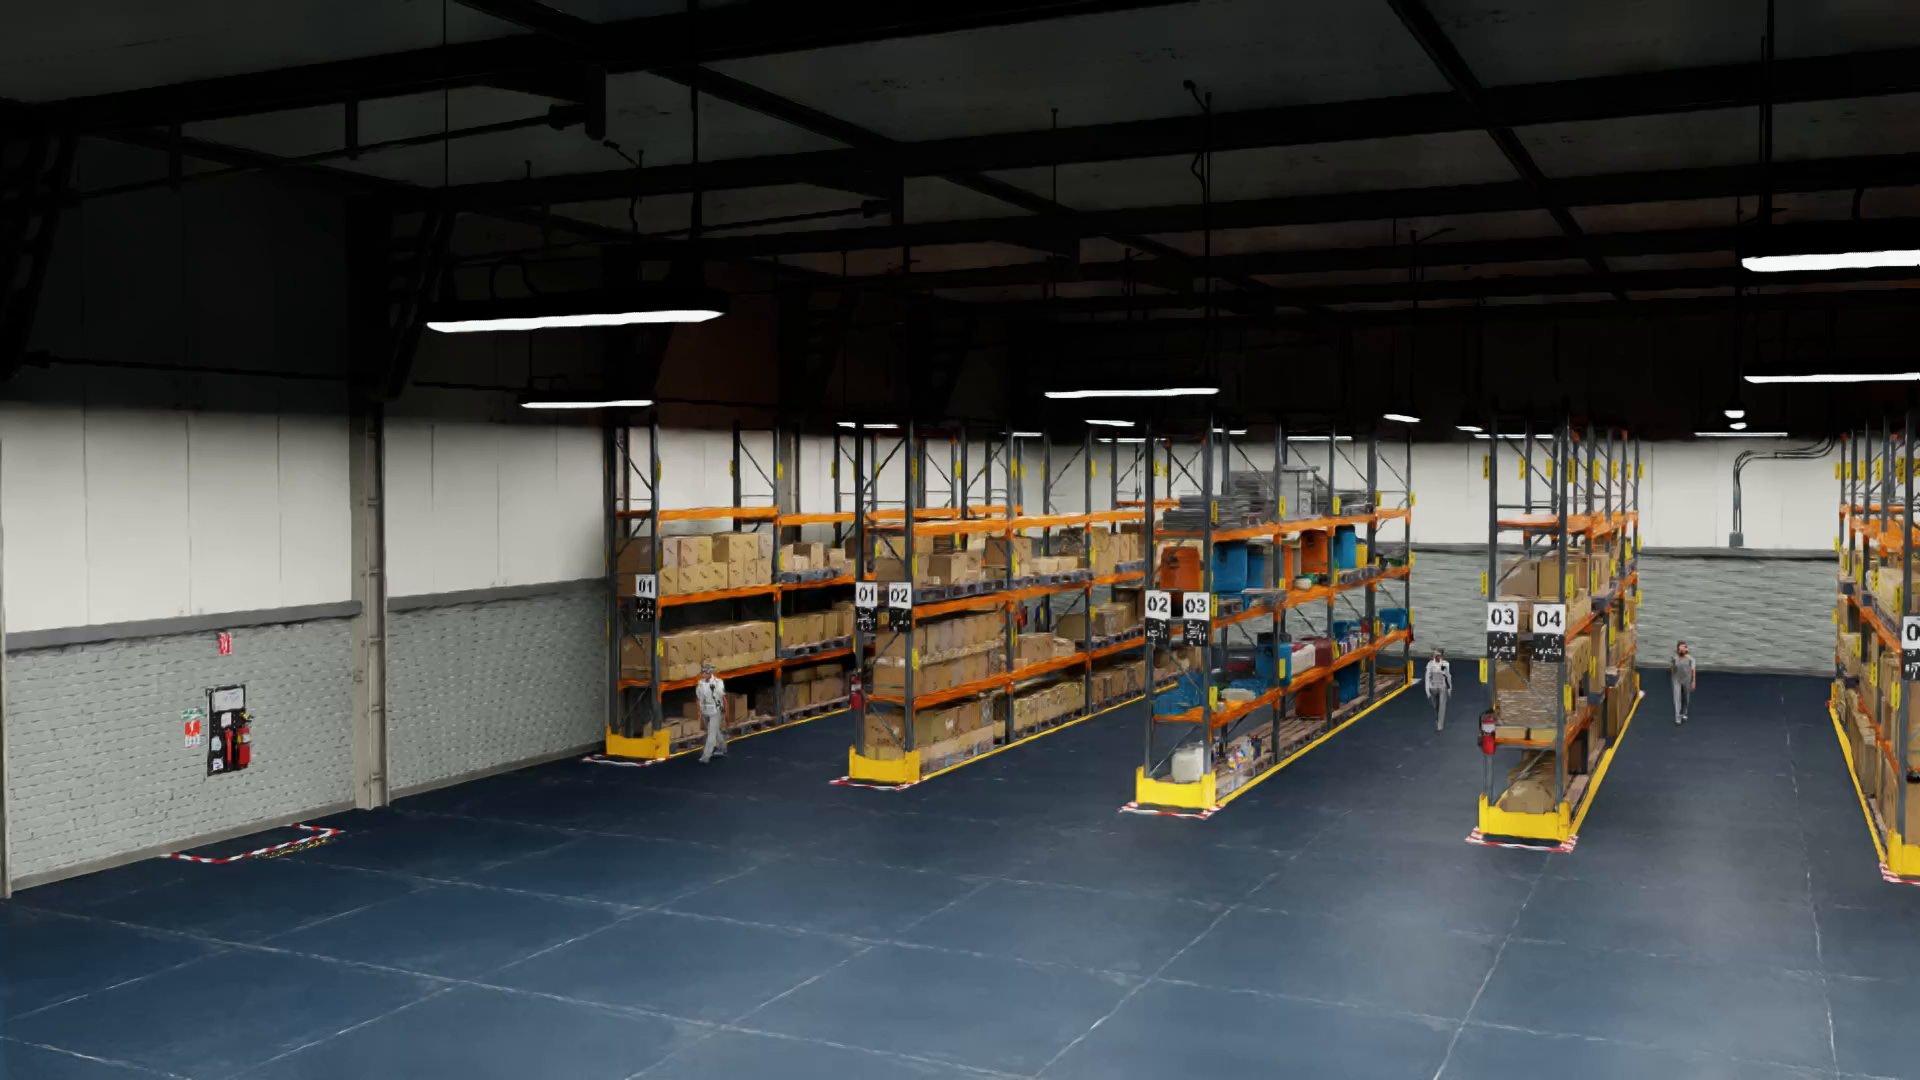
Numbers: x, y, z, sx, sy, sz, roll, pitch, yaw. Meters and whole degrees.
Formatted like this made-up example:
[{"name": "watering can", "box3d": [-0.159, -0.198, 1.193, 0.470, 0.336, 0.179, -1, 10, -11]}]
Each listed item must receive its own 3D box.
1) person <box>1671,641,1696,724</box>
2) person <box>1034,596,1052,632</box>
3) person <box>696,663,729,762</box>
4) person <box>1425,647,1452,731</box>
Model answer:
[{"name": "person", "box3d": [14.321, 2.805, 32.926, 0.453, 1.612, 1.019, 1, 3, 24]}, {"name": "person", "box3d": [2.256, 2.364, 44.969, 0.494, 1.502, 0.936, 0, 2, 3]}, {"name": "person", "box3d": [-4.312, 2.942, 28.636, 0.542, 1.675, 1.126, 1, 3, 28]}, {"name": "person", "box3d": [9.193, 2.841, 32.011, 0.495, 1.589, 1.086, 1, 3, 28]}]
